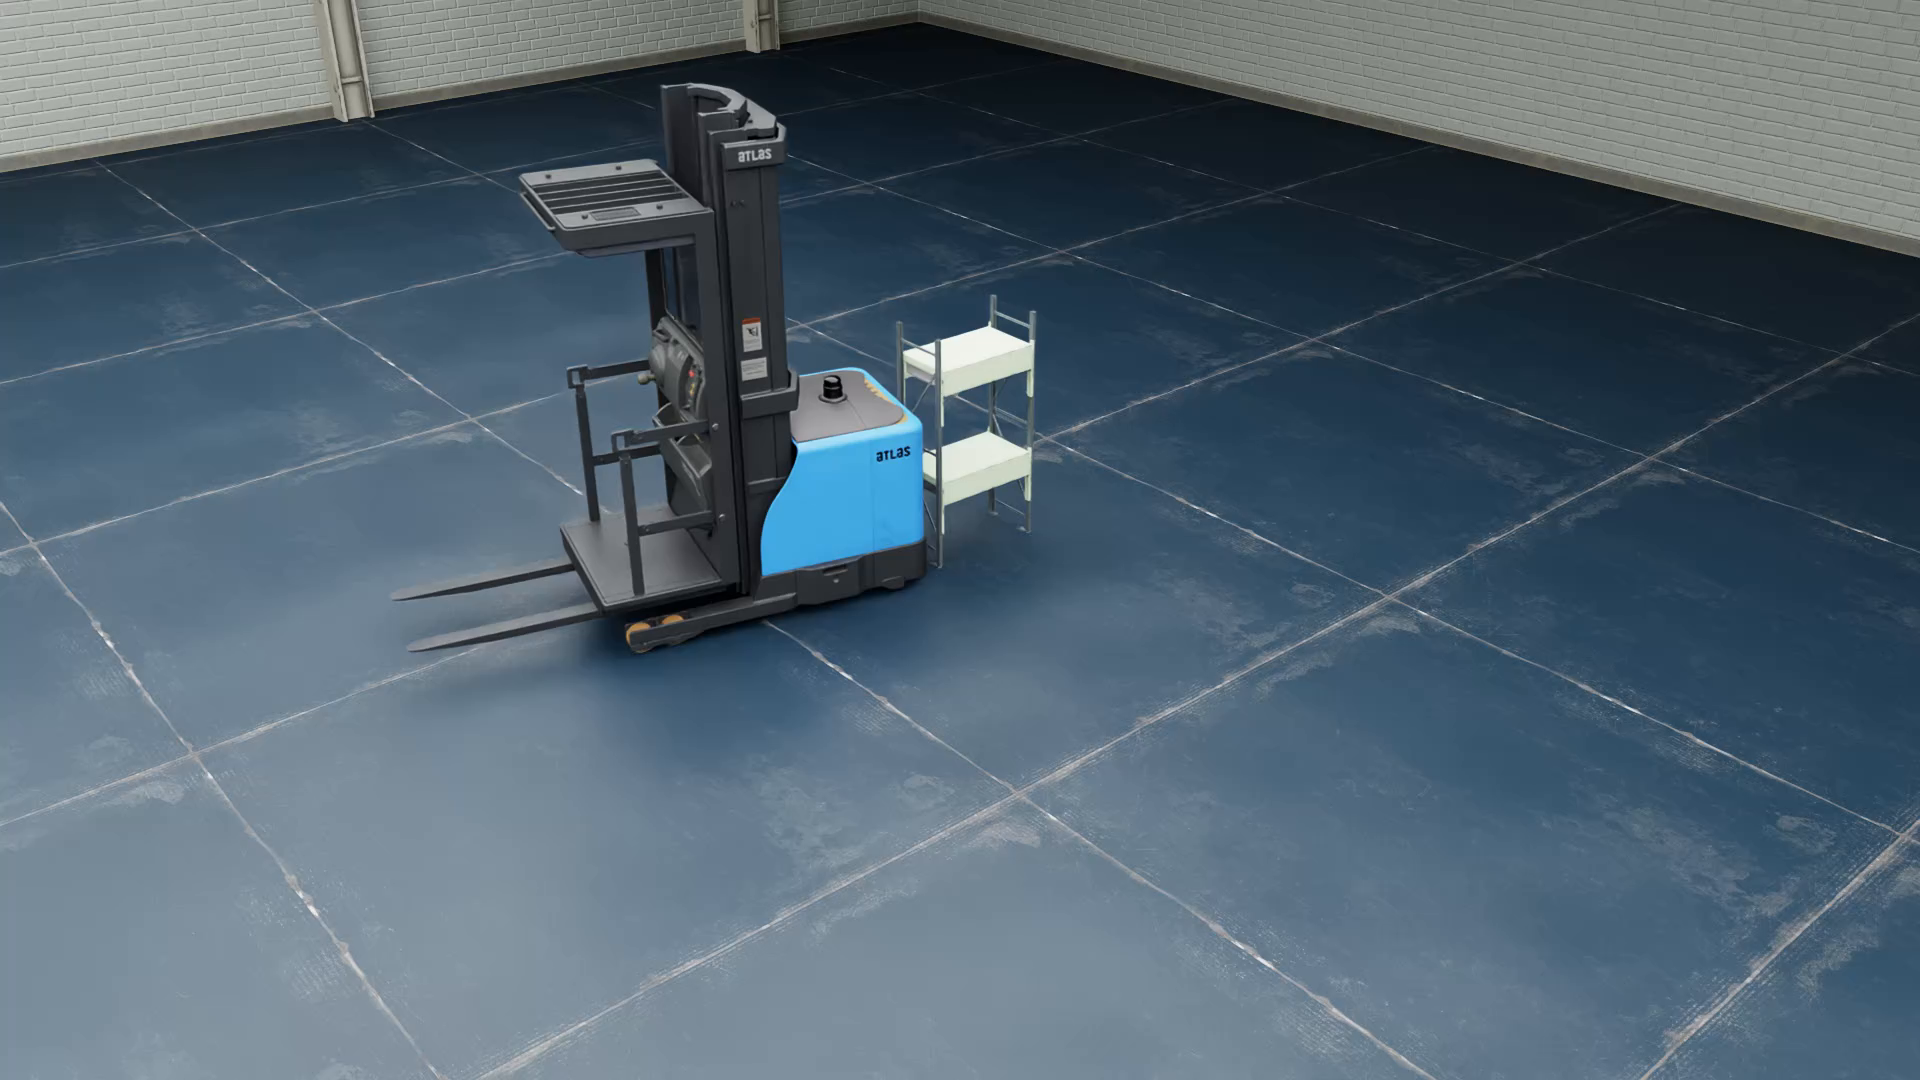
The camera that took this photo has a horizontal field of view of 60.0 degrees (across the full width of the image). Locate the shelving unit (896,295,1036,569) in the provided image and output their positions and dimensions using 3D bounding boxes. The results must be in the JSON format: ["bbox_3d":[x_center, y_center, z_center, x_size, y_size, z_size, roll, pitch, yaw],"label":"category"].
[{"bbox_3d":[0.040,-0.669,10.268,0.755,1.500,0.431,-21,35,-34],"label":"shelving unit"}]

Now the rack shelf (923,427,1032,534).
[{"bbox_3d":[0.040,-0.381,10.422,0.720,0.370,0.431,-21,35,-34],"label":"rack shelf"}]

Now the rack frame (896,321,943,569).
[{"bbox_3d":[-0.242,-0.559,10.063,0.023,1.500,0.400,-21,35,-34],"label":"rack frame"}]

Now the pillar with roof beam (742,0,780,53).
[{"bbox_3d":[-0.015,-9.412,18.673,0.400,9.000,9.100,-22,35,-35],"label":"pillar with roof beam"}]

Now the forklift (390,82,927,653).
[{"bbox_3d":[-1.762,-0.939,9.256,3.031,2.935,1.130,-12,31,-22],"label":"forklift"}]

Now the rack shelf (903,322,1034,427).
[{"bbox_3d":[0.040,-1.013,10.084,0.720,0.370,0.431,-21,35,-34],"label":"rack shelf"}]

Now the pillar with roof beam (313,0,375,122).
[{"bbox_3d":[-4.580,-7.577,15.239,0.400,9.000,9.100,-22,35,-35],"label":"pillar with roof beam"}]

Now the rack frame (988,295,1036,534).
[{"bbox_3d":[0.323,-0.778,10.474,0.023,1.500,0.400,-21,35,-34],"label":"rack frame"}]
